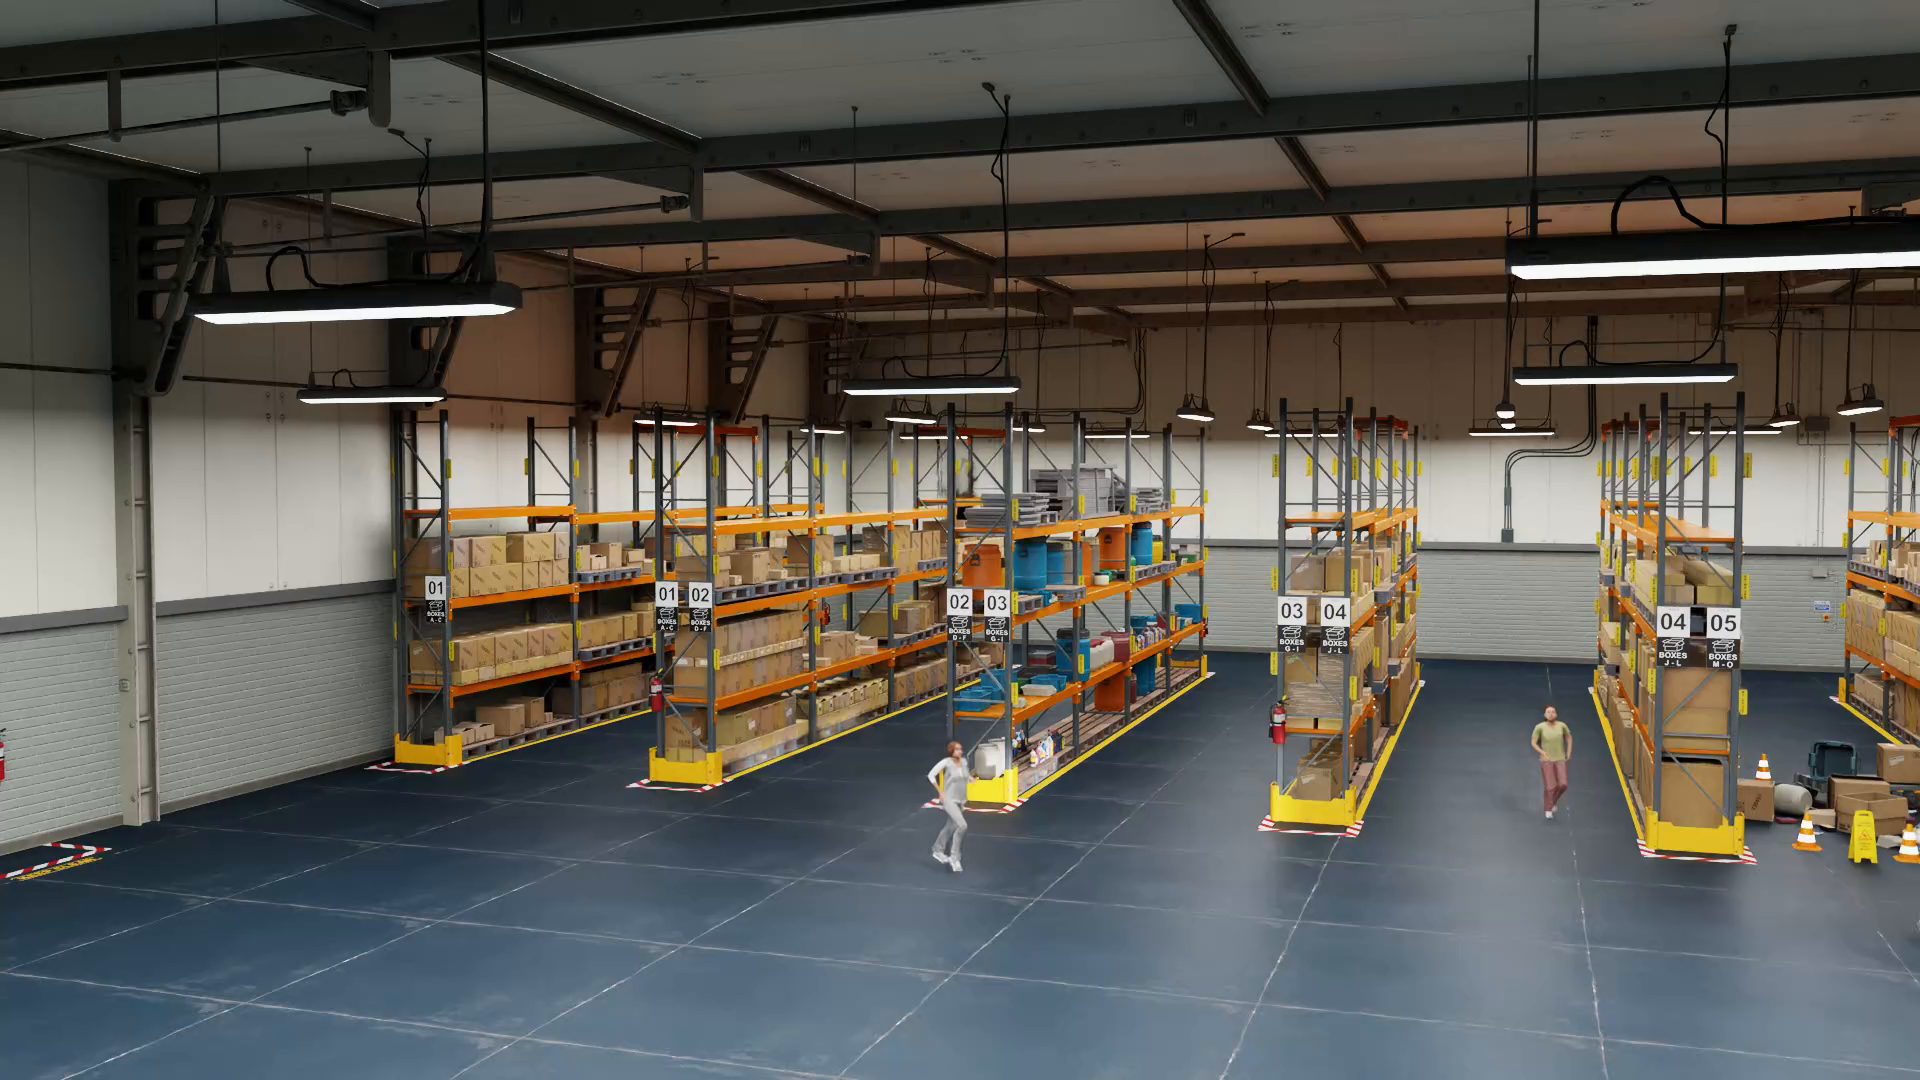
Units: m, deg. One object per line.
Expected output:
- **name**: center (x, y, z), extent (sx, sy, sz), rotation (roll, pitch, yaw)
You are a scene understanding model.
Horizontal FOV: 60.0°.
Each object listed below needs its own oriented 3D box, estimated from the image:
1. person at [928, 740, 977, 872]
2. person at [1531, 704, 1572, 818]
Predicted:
- **person**: center (-0.073, 3.320, 20.836), extent (0.707, 1.646, 0.507), rotation (2, 3, 44)
- **person**: center (8.469, 3.168, 23.755), extent (0.590, 1.628, 0.528), rotation (0, 2, 8)
